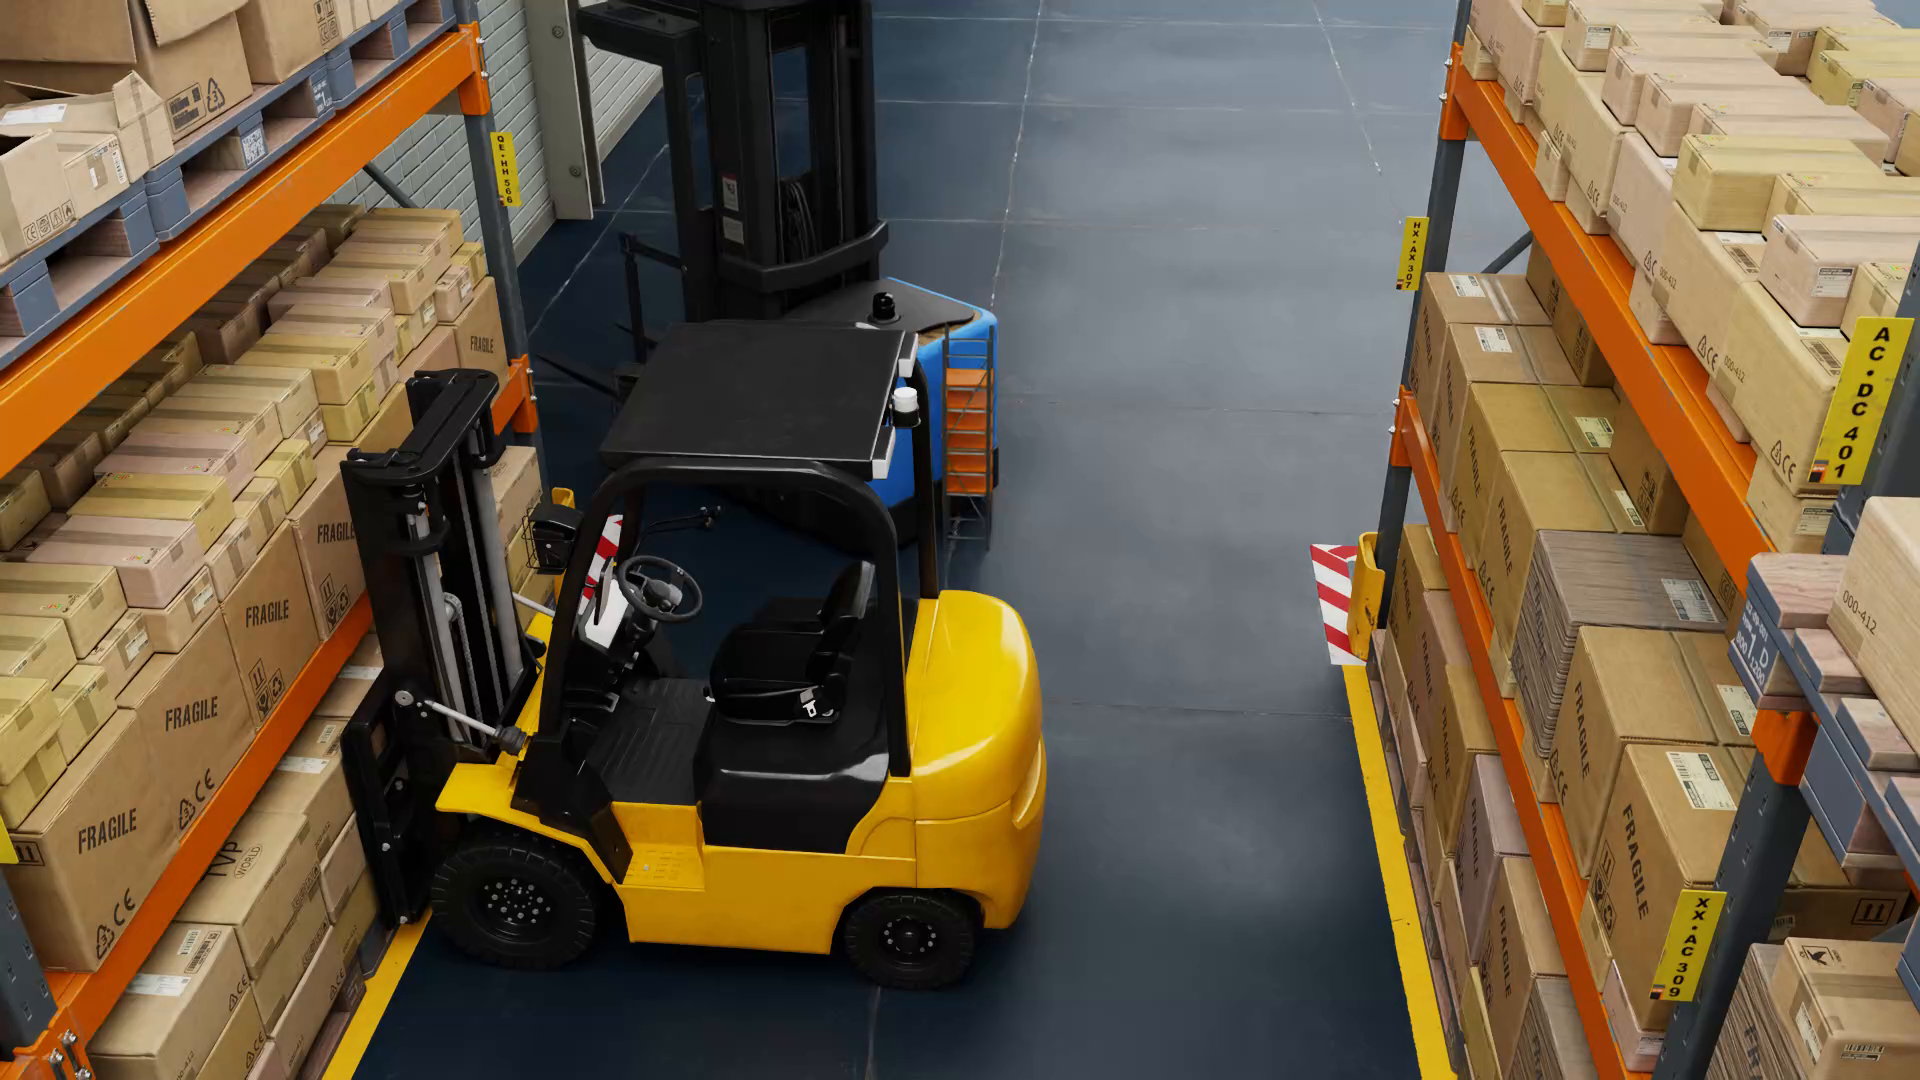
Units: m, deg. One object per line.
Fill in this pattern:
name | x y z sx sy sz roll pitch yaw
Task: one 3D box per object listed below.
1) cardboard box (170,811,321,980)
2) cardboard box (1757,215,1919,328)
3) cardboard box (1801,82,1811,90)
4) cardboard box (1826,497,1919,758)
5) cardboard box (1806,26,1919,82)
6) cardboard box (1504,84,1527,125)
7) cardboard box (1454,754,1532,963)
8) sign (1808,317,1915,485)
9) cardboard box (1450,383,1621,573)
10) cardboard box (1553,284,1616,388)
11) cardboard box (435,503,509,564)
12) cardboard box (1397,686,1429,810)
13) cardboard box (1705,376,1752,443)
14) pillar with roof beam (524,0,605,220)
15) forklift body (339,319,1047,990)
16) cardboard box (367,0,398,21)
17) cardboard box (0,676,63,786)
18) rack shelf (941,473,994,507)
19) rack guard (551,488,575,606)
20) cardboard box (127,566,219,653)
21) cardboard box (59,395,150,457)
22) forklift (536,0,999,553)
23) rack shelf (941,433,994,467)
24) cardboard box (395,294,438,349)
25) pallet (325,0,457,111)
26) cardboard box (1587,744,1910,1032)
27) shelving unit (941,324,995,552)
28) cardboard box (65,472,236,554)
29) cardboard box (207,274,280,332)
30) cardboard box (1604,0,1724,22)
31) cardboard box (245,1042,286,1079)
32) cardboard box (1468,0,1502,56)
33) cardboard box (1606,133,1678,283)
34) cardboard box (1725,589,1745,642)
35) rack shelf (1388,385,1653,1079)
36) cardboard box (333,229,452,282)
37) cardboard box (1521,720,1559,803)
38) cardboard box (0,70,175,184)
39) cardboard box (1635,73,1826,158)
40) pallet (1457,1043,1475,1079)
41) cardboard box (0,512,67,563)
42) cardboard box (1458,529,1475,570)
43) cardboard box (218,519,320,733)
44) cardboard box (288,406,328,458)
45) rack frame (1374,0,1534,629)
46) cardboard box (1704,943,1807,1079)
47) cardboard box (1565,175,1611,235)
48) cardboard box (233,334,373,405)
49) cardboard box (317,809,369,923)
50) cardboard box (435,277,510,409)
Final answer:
cardboard box | -2.414 1.124 5.334 0.500 0.250 0.500 3 32 4
cardboard box | 1.883 -0.549 3.402 0.380 0.149 0.250 2 32 3
cardboard box | 2.564 -1.079 4.642 0.500 0.250 0.500 3 32 4
cardboard box | 1.683 0.171 2.496 0.500 0.250 0.500 2 32 3
cardboard box | 2.631 -1.333 4.675 0.380 0.149 0.250 3 32 5
cardboard box | 2.117 -1.549 5.785 0.380 0.149 0.250 3 32 5
cardboard box | 1.991 1.094 5.622 0.500 0.500 0.500 4 32 7
sign | 1.589 -0.241 2.931 0.100 0.325 0.005 2 32 4
cardboard box | 2.061 -0.213 5.857 0.500 0.500 0.500 2 32 3
cardboard box | 2.583 -0.871 5.972 0.700 0.500 0.500 3 32 4
cardboard box | -2.254 0.061 7.060 0.500 0.250 0.500 3 32 5
cardboard box | 2.065 0.852 6.730 0.500 0.250 0.500 4 32 6
cardboard box | 1.957 -0.336 3.817 0.380 0.149 0.250 3 32 4
pillar with roof beam | 1.332 -6.209 10.247 9.100 9.000 0.400 2 32 4
forklift body | -0.828 0.404 6.044 2.313 2.155 1.214 2 32 4
cardboard box | -2.257 -1.972 5.975 0.380 0.149 0.250 2 32 3
cardboard box | -2.496 0.465 4.138 0.380 0.149 0.250 3 32 5
rack shelf | 0.040 -0.259 8.569 0.258 0.103 0.180 2 32 4
rack guard | -2.490 0.025 8.233 1.175 0.500 0.348 2 32 4
cardboard box | -2.422 0.192 4.866 0.380 0.149 0.250 3 32 5
cardboard box | -2.905 -0.360 5.478 0.380 0.149 0.250 3 32 5
forklift | -1.235 -1.820 8.909 3.031 2.935 1.130 24 39 34
rack shelf | 0.040 -0.464 8.443 0.258 0.103 0.180 2 32 4
cardboard box | -2.314 -0.884 6.612 0.380 0.149 0.250 3 32 5
pallet | -2.575 -1.898 6.195 1.003 0.211 1.213 2 32 4
cardboard box | 1.918 0.863 4.112 0.500 0.500 0.500 2 32 3
shelving unit | 0.040 -0.501 8.420 0.258 1.200 0.189 2 32 4
cardboard box | -2.435 -0.076 5.017 0.380 0.149 0.250 2 32 3
cardboard box | -2.829 -0.903 6.359 0.380 0.149 0.250 3 32 4
cardboard box | 2.118 -1.627 5.151 0.380 0.149 0.250 2 32 4
cardboard box | -2.448 1.818 5.162 0.500 0.250 0.500 3 32 4
cardboard box | 2.149 -1.905 5.982 0.500 0.250 0.500 2 32 3
cardboard box | 1.994 -0.837 4.250 0.500 0.250 0.500 2 32 3
cardboard box | 2.445 0.193 4.246 0.700 0.500 0.500 3 32 4
rack shelf | 2.293 0.535 5.708 1.077 0.370 4.000 2 32 4
cardboard box | -2.300 -1.146 6.753 0.380 0.149 0.250 3 32 4
cardboard box | 1.932 0.669 5.044 0.380 0.149 0.250 2 32 3
cardboard box | -2.394 -1.139 4.513 0.396 0.266 0.258 2 32 3
cardboard box | 1.977 -1.091 4.282 0.380 0.149 0.250 3 32 5
pallet | 2.149 2.109 5.126 1.003 0.211 1.213 2 32 4
cardboard box | -2.936 0.033 5.123 0.380 0.149 0.250 3 32 6
cardboard box | 2.059 -0.006 6.140 0.380 0.149 0.250 3 32 5
cardboard box | -2.455 0.263 5.368 0.500 0.500 0.500 2 32 3
cardboard box | -2.431 -0.354 5.751 0.380 0.149 0.250 2 32 4
rack frame | 2.456 -0.817 7.216 1.000 3.000 0.127 2 32 4
cardboard box | 1.806 1.160 3.230 0.500 0.500 0.500 3 32 5
cardboard box | 2.023 -1.012 4.913 0.380 0.149 0.250 2 32 3
cardboard box | -2.315 -0.604 5.874 0.380 0.149 0.250 3 32 5
cardboard box | -2.379 1.078 5.885 0.500 0.250 0.500 2 32 4
cardboard box | -2.270 -0.801 7.095 0.500 0.500 0.500 2 32 3
